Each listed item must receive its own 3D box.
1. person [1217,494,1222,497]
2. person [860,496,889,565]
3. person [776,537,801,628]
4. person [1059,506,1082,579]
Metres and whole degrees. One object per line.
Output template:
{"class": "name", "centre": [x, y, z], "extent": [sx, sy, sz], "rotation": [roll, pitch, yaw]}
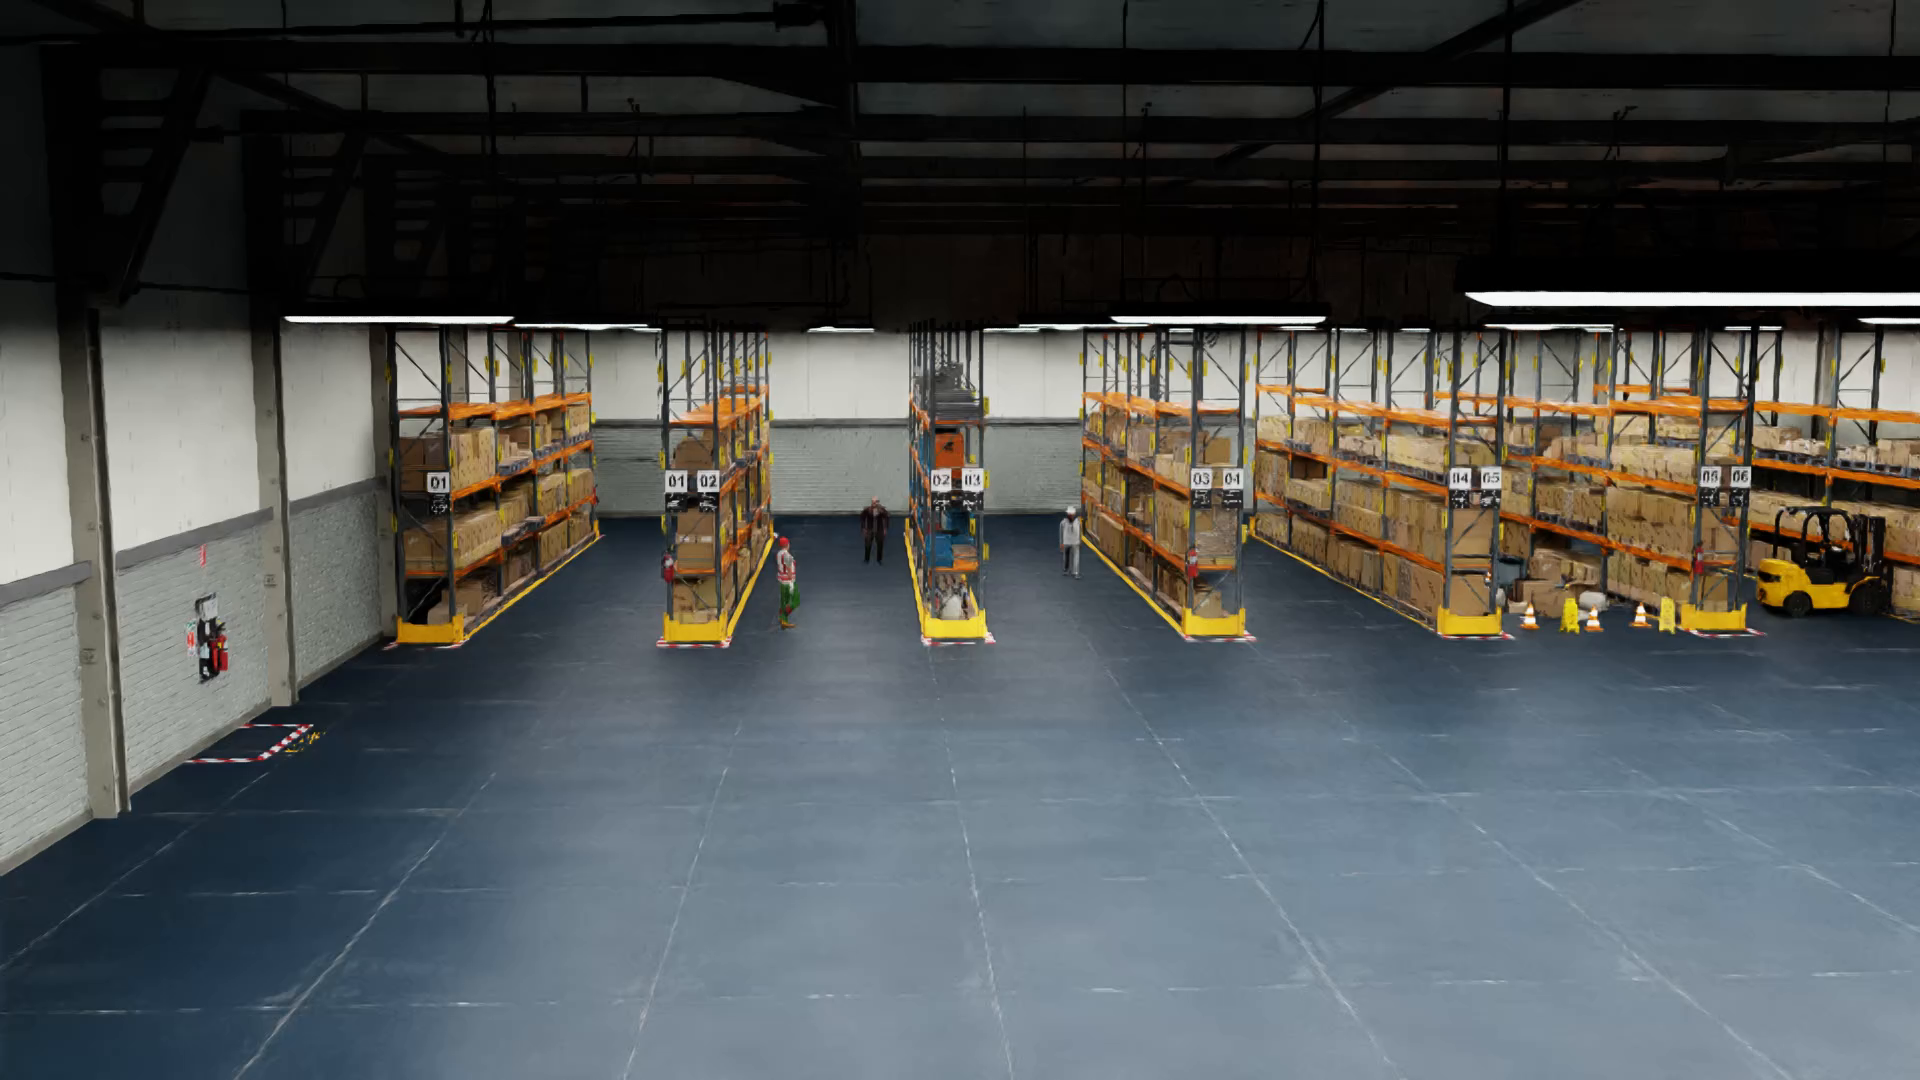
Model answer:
{"class": "person", "centre": [7.993, -1.494, 51.686], "extent": [0.538, 1.664, 1.032], "rotation": [1, 7, 6]}
{"class": "person", "centre": [-2.135, -0.243, 41.411], "extent": [0.729, 1.733, 0.546], "rotation": [-1, 7, -5]}
{"class": "person", "centre": [-3.401, 0.831, 32.465], "extent": [0.443, 1.786, 0.598], "rotation": [-4, 8, -30]}
{"class": "person", "centre": [2.593, 0.041, 39.129], "extent": [0.543, 1.700, 1.115], "rotation": [0, 7, -1]}
